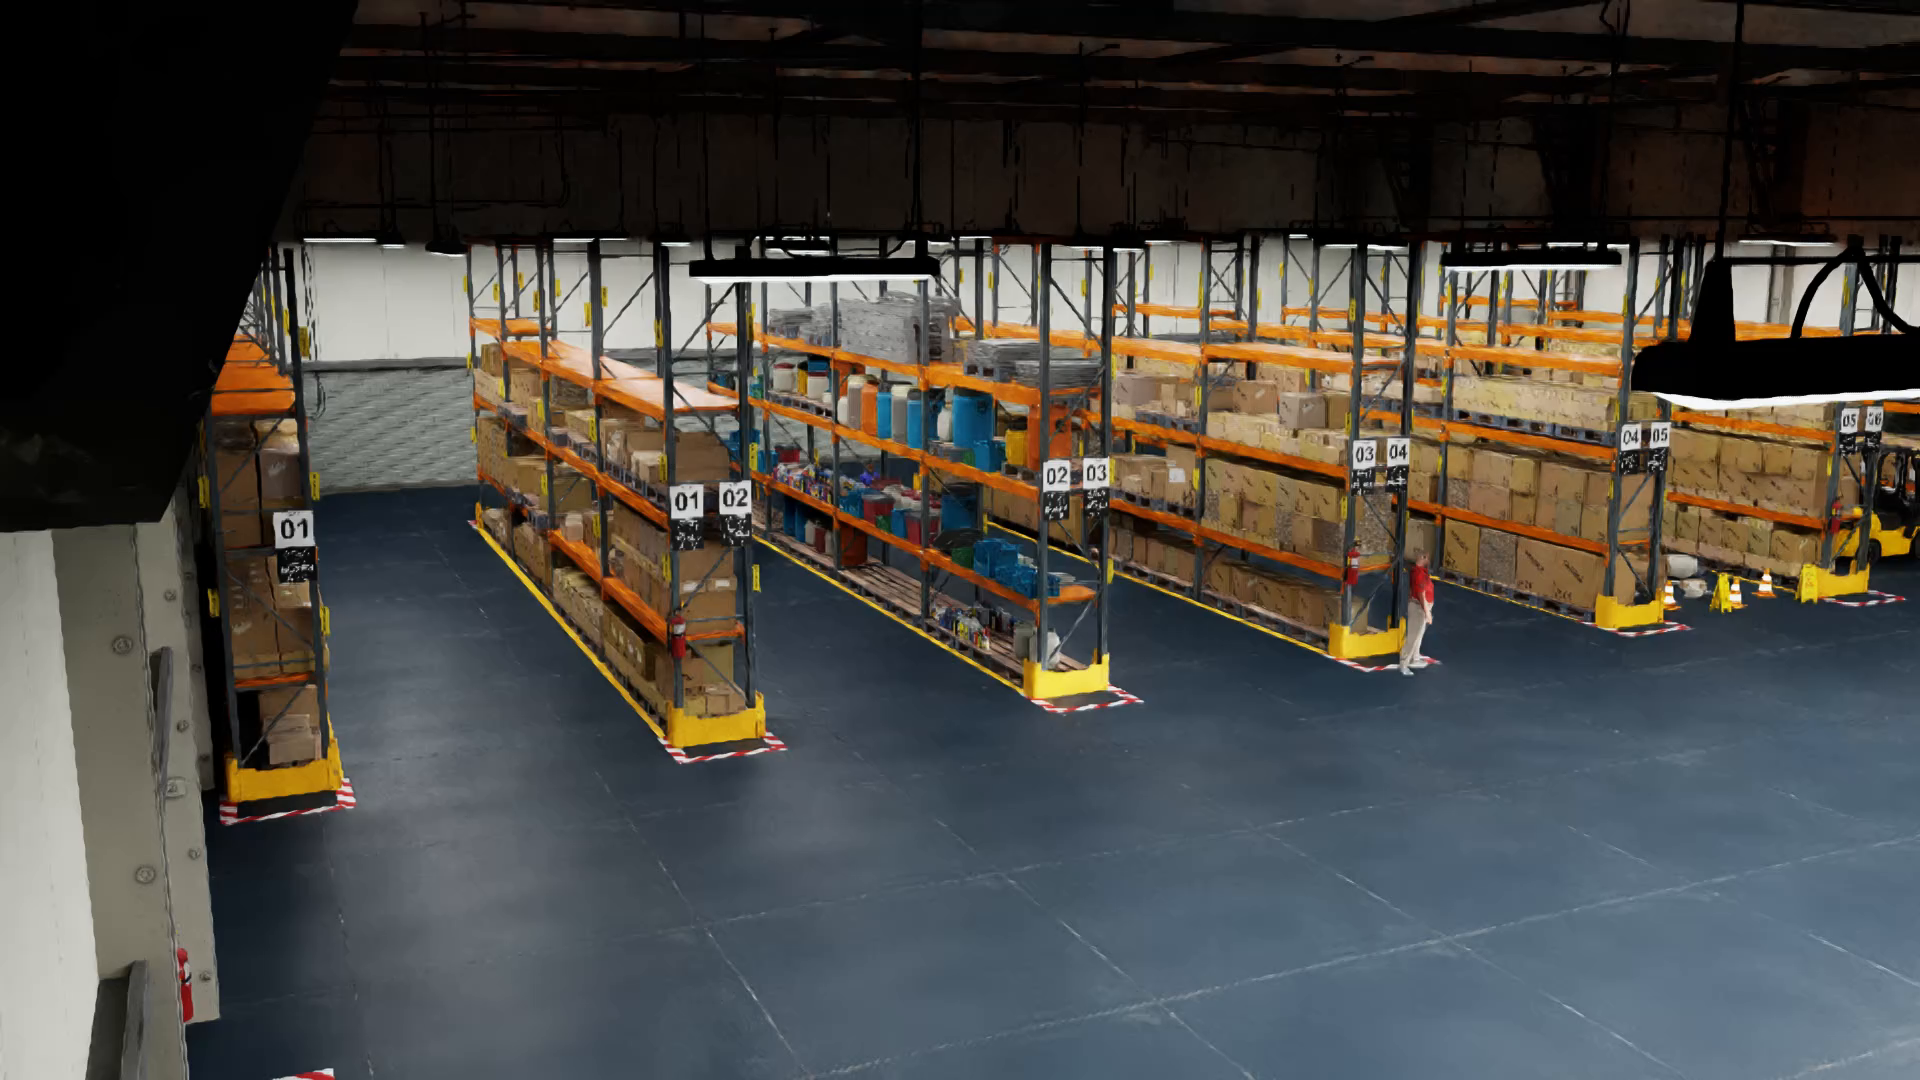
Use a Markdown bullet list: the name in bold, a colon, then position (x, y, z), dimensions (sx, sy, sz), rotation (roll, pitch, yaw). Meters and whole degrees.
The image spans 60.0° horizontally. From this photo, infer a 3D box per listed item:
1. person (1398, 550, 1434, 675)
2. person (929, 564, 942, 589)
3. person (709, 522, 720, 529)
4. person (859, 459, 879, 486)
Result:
- **person**: position (6.441, 1.002, 23.435), dimensions (0.465, 1.728, 0.731), rotation (2, 11, 11)
- **person**: position (-0.157, 0.057, 28.326), dimensions (0.708, 1.683, 0.858), rotation (-9, 14, -40)
- **person**: position (-4.165, -0.248, 29.848), dimensions (0.588, 1.700, 1.193), rotation (-5, 12, -26)
- **person**: position (-1.815, -0.842, 33.247), dimensions (0.447, 1.574, 1.088), rotation (-4, 12, -21)
